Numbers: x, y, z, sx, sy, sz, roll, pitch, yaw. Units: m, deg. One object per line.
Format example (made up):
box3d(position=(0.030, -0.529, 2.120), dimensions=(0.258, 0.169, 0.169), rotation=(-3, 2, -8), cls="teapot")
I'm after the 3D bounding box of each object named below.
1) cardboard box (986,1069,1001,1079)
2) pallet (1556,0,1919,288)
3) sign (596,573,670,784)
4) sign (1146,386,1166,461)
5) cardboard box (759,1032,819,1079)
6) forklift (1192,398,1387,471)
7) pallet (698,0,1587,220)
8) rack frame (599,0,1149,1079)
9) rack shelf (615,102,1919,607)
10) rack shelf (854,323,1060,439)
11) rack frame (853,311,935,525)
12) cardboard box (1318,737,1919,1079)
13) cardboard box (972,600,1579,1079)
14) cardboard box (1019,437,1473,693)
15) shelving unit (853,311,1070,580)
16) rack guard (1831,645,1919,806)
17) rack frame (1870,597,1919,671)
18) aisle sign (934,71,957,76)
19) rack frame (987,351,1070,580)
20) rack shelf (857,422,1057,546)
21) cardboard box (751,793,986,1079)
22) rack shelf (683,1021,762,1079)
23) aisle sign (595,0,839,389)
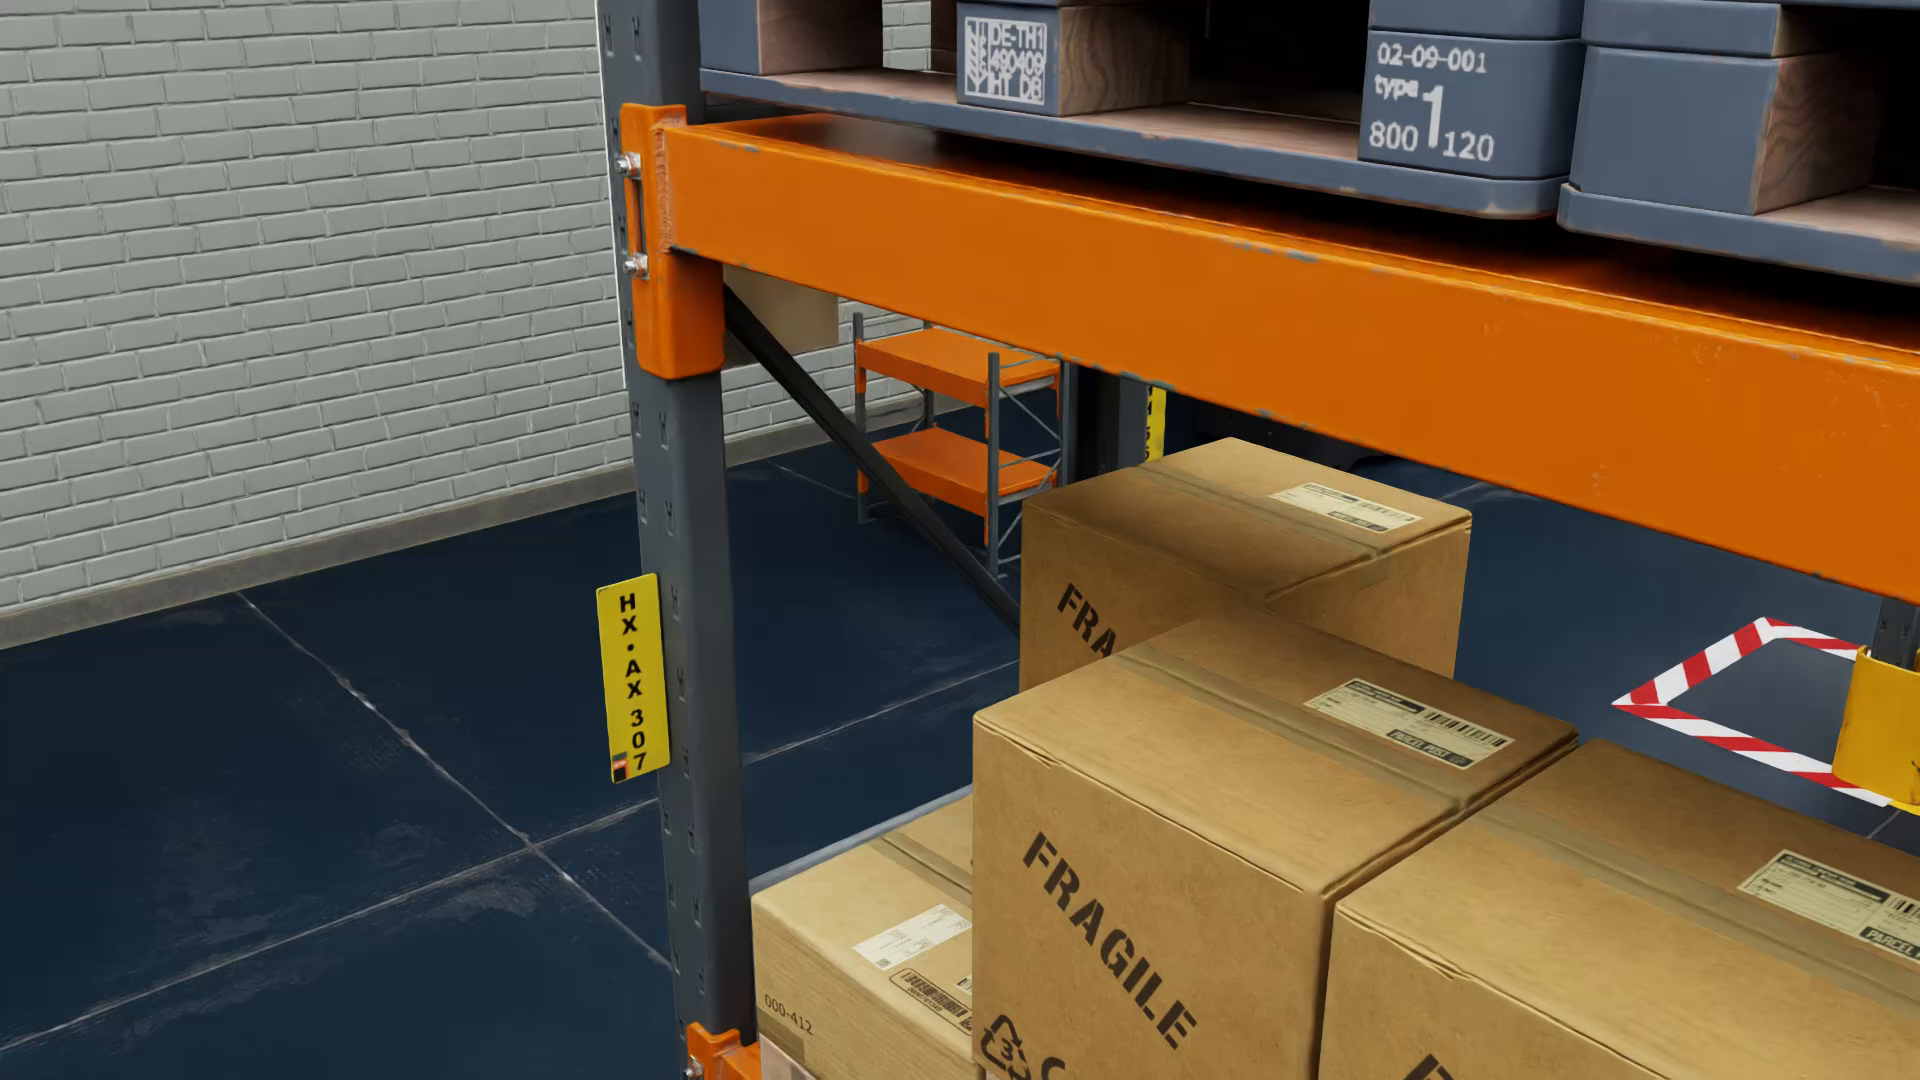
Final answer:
box3d(position=(0.381, 0.792, 2.146), dimensions=(0.500, 0.250, 0.500), rotation=(-18, 28, -38), cls="cardboard box")
box3d(position=(1.221, -0.294, 1.129), dimensions=(1.003, 0.211, 1.213), rotation=(-17, 27, -37), cls="pallet")
box3d(position=(-0.496, 0.213, 2.533), dimensions=(0.100, 0.325, 0.005), rotation=(-17, 27, -37), cls="sign")
box3d(position=(0.348, -0.253, 3.104), dimensions=(0.100, 0.325, 0.005), rotation=(-17, 27, -37), cls="sign")
box3d(position=(-0.090, 0.816, 2.633), dimensions=(0.380, 0.149, 0.250), rotation=(-17, 27, -37), cls="cardboard box")
box3d(position=(2.880, -2.165, 9.994), dimensions=(3.031, 2.935, 1.130), rotation=(-16, 26, -34), cls="forklift")
box3d(position=(0.420, -0.631, 1.990), dimensions=(1.003, 0.211, 1.213), rotation=(-17, 27, -37), cls="pallet")
box3d(position=(-0.069, 0.521, 3.040), dimensions=(0.949, 2.616, 0.053), rotation=(-17, 27, -37), cls="rack frame")
box3d(position=(1.234, 0.013, 1.212), dimensions=(1.077, 0.370, 4.000), rotation=(-17, 27, -37), cls="rack shelf")
box3d(position=(-0.004, -0.798, 8.177), dimensions=(0.538, 0.278, 1.000), rotation=(-17, 27, -37), cls="rack shelf")
box3d(position=(-0.336, -0.666, 8.642), dimensions=(0.500, 1.125, 0.032), rotation=(-17, 27, -37), cls="rack frame")
box3d(position=(0.706, 0.581, 1.657), dimensions=(0.500, 0.500, 0.500), rotation=(-18, 28, -39), cls="cardboard box")
box3d(position=(0.363, 0.439, 2.019), dimensions=(0.500, 0.500, 0.500), rotation=(-18, 28, -39), cls="cardboard box")
box3d(position=(0.445, 0.176, 2.691), dimensions=(0.500, 0.500, 0.500), rotation=(-17, 27, -37), cls="cardboard box")
box3d(position=(-0.004, -0.526, 8.284), dimensions=(0.538, 1.125, 1.048), rotation=(-17, 27, -37), cls="shelving unit")
box3d(position=(3.801, 0.554, 6.384), dimensions=(1.175, 0.500, 0.348), rotation=(-17, 27, -37), cls="rack guard")
box3d(position=(3.752, -0.631, 5.982), dimensions=(1.000, 3.000, 0.127), rotation=(-17, 27, -37), cls="rack frame")
box3d(position=(0.109, -0.780, 2.797), dimensions=(0.394, 0.787, 0.004), rotation=(-17, 27, -37), cls="aisle sign")
box3d(position=(0.327, -0.385, 7.925), dimensions=(0.500, 1.125, 0.032), rotation=(-17, 27, -37), cls="rack frame")
box3d(position=(-0.004, -0.298, 8.373), dimensions=(0.538, 0.278, 1.000), rotation=(-17, 27, -37), cls="rack shelf")
box3d(position=(0.037, 0.650, 2.509), dimensions=(0.500, 0.250, 0.500), rotation=(-18, 28, -39), cls="cardboard box")
box3d(position=(1.234, 1.410, 1.759), dimensions=(1.077, 0.370, 4.000), rotation=(-17, 27, -37), cls="rack shelf")
box3d(position=(-0.346, -0.637, 2.433), dimensions=(0.394, 0.787, 0.004), rotation=(-17, 27, -37), cls="aisle sign")
